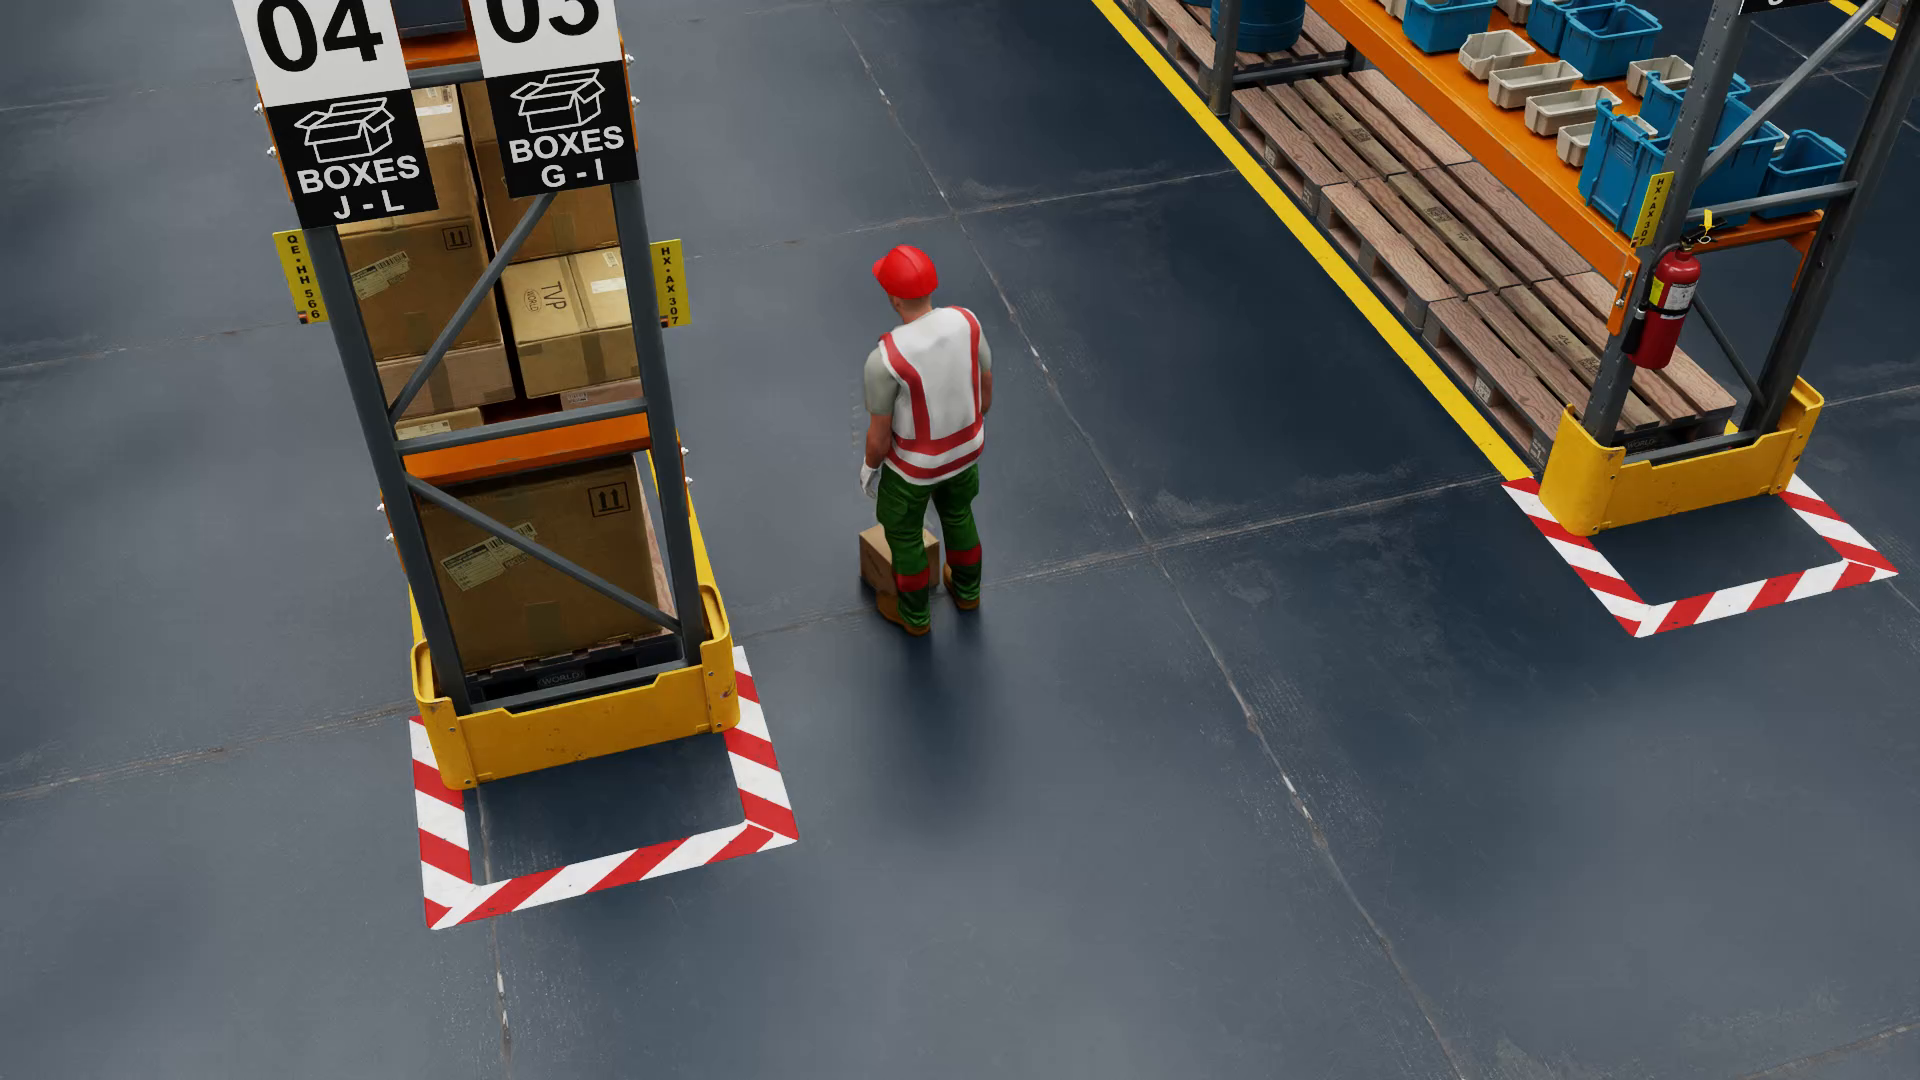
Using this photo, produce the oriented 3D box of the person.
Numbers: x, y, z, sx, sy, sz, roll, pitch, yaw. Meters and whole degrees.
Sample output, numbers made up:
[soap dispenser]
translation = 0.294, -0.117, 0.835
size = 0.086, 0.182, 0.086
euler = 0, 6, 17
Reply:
[person]
translation = -0.137, -0.361, 6.552
size = 0.592, 1.778, 0.447
euler = -25, 47, -25
